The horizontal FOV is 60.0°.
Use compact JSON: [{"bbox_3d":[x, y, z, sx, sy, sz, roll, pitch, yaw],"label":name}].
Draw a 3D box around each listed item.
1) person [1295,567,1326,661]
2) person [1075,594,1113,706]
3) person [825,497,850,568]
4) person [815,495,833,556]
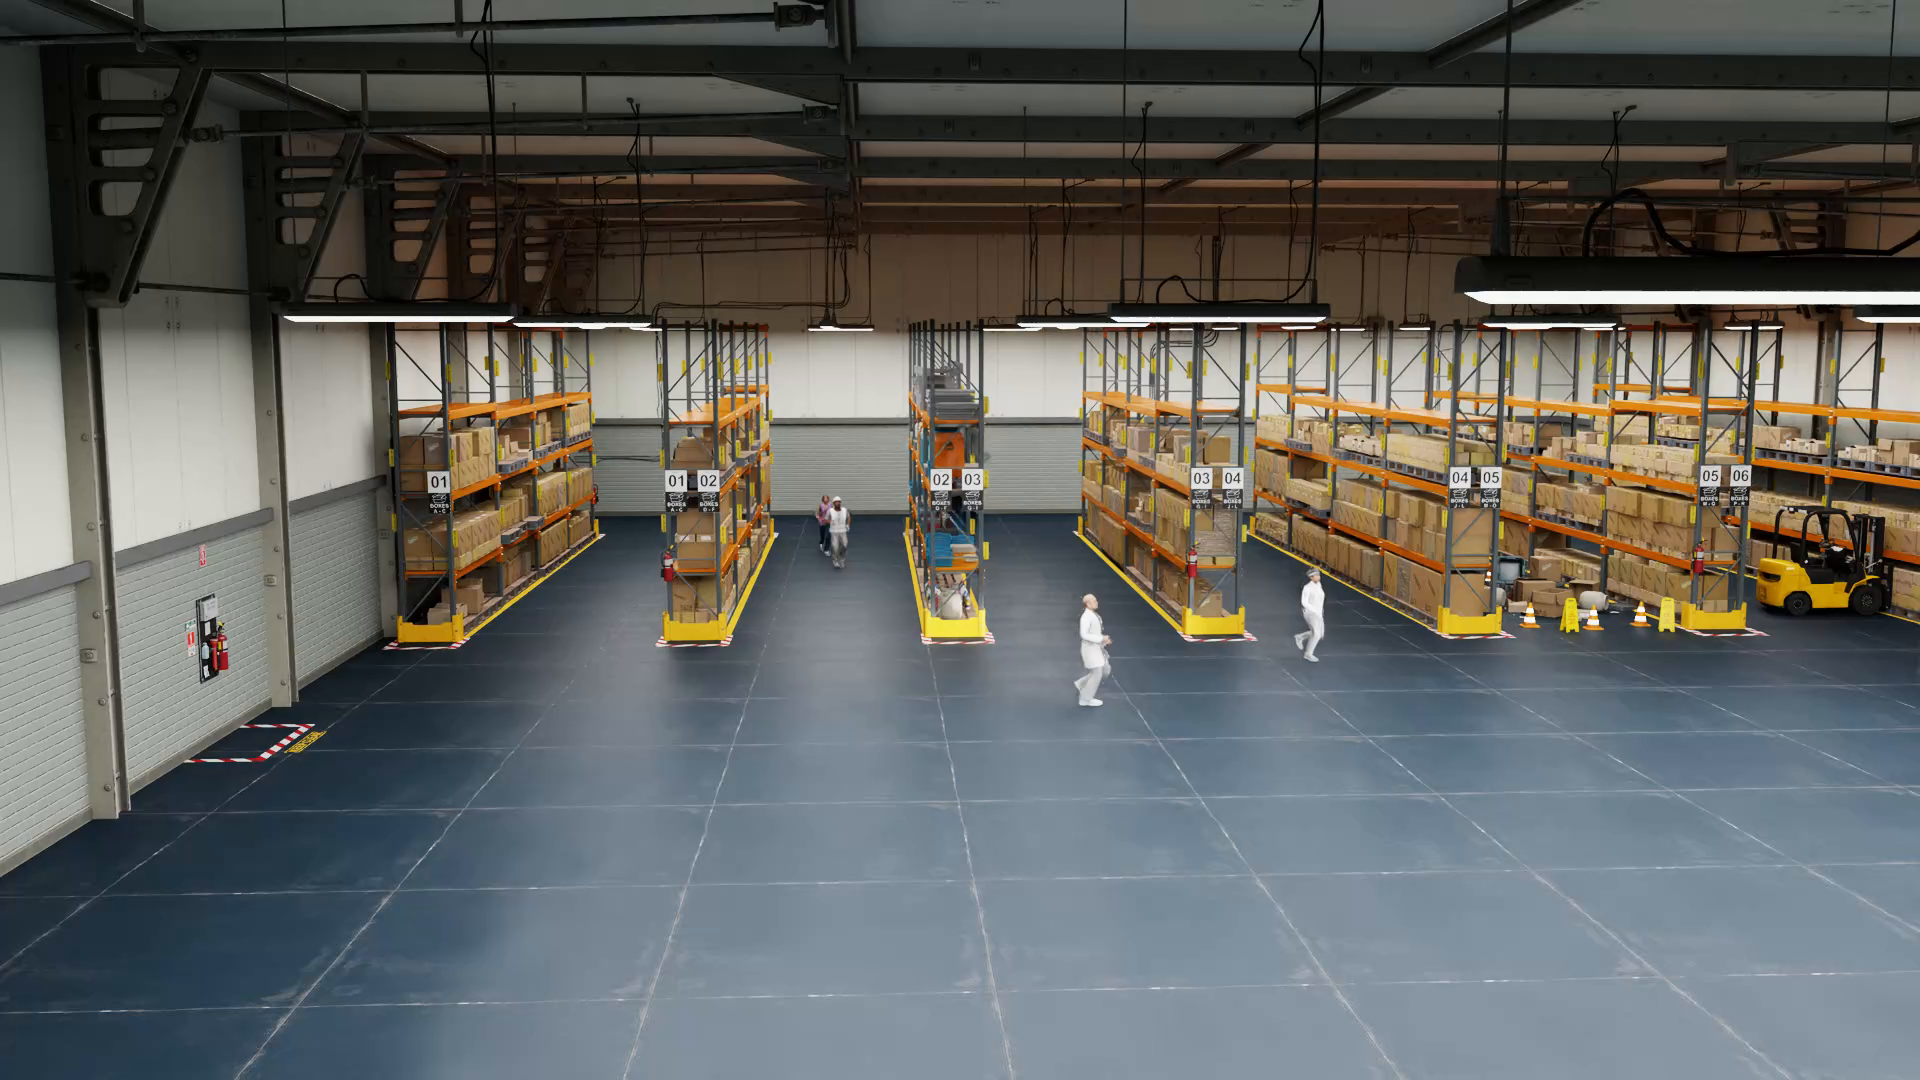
[{"bbox_3d":[6.193,1.295,29.341,0.598,1.674,0.636,6,9,42],"label":"person"},{"bbox_3d":[2.073,1.697,25.645,0.651,1.729,0.703,2,7,17],"label":"person"},{"bbox_3d":[-2.961,-0.172,40.653,0.662,1.767,0.633,-2,7,-13],"label":"person"},{"bbox_3d":[-3.521,-0.392,43.391,0.547,1.561,0.691,-2,7,-15],"label":"person"}]
